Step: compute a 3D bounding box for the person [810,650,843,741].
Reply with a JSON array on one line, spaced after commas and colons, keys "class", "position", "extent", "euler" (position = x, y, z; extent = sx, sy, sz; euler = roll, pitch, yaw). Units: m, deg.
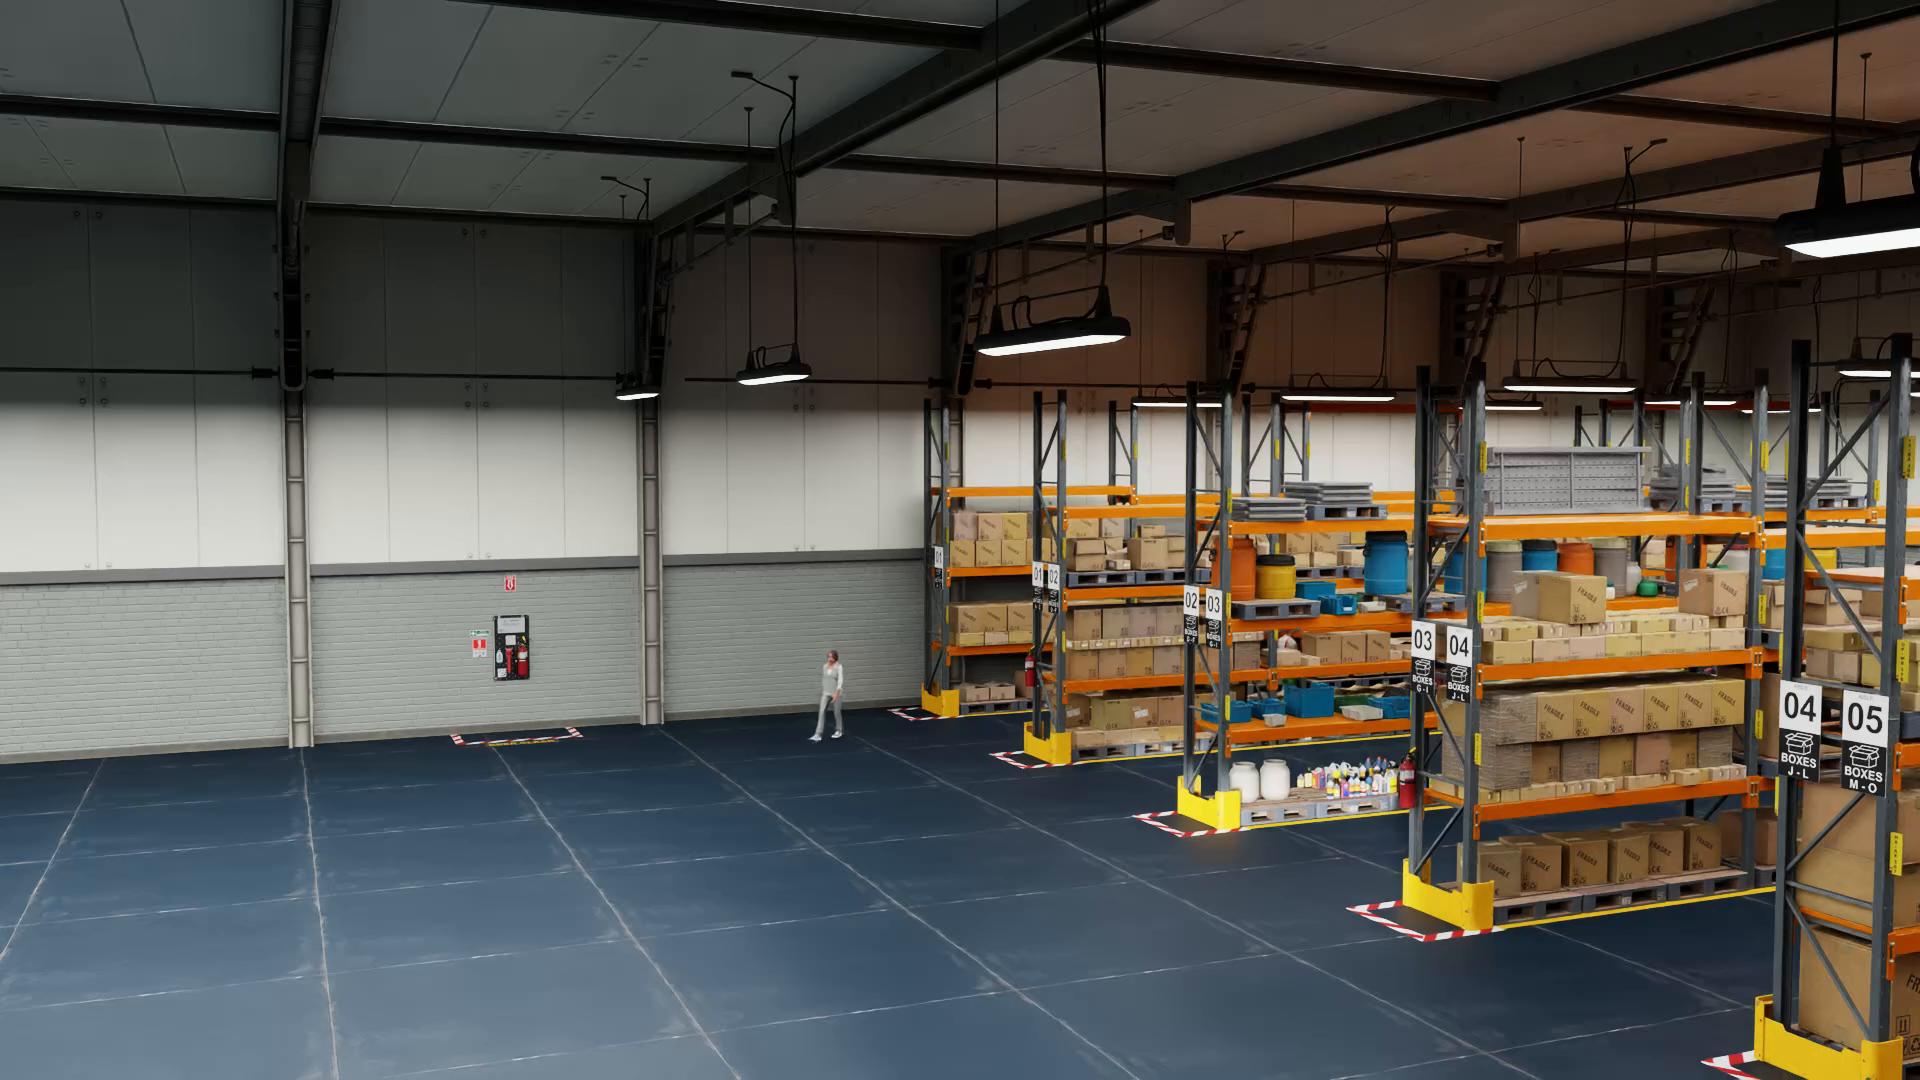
[{"class": "person", "position": [-2.250, 2.681, 28.694], "extent": [0.460, 1.564, 0.858], "euler": [1, 3, 13]}]

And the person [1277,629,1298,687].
[{"class": "person", "position": [6.153, 2.433, 31.298], "extent": [0.506, 1.786, 0.593], "euler": [-1, 4, -22]}]
